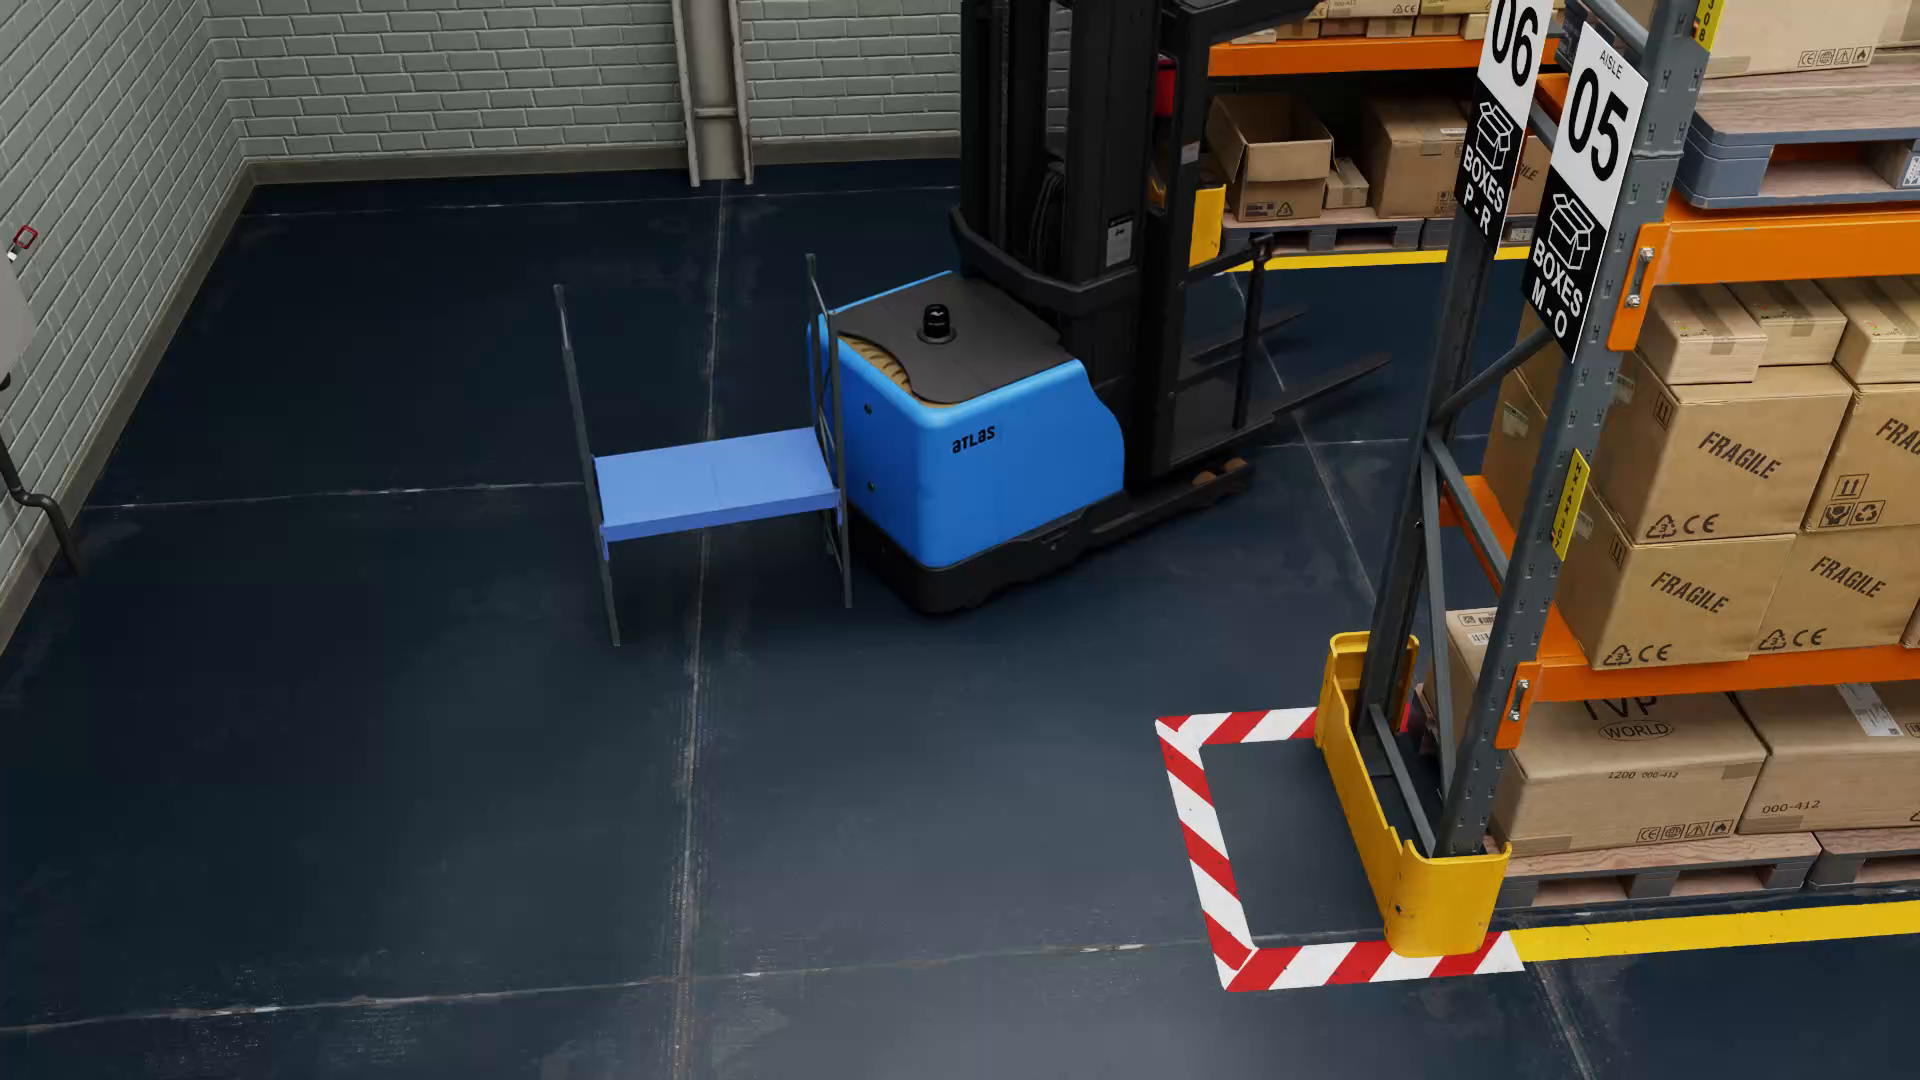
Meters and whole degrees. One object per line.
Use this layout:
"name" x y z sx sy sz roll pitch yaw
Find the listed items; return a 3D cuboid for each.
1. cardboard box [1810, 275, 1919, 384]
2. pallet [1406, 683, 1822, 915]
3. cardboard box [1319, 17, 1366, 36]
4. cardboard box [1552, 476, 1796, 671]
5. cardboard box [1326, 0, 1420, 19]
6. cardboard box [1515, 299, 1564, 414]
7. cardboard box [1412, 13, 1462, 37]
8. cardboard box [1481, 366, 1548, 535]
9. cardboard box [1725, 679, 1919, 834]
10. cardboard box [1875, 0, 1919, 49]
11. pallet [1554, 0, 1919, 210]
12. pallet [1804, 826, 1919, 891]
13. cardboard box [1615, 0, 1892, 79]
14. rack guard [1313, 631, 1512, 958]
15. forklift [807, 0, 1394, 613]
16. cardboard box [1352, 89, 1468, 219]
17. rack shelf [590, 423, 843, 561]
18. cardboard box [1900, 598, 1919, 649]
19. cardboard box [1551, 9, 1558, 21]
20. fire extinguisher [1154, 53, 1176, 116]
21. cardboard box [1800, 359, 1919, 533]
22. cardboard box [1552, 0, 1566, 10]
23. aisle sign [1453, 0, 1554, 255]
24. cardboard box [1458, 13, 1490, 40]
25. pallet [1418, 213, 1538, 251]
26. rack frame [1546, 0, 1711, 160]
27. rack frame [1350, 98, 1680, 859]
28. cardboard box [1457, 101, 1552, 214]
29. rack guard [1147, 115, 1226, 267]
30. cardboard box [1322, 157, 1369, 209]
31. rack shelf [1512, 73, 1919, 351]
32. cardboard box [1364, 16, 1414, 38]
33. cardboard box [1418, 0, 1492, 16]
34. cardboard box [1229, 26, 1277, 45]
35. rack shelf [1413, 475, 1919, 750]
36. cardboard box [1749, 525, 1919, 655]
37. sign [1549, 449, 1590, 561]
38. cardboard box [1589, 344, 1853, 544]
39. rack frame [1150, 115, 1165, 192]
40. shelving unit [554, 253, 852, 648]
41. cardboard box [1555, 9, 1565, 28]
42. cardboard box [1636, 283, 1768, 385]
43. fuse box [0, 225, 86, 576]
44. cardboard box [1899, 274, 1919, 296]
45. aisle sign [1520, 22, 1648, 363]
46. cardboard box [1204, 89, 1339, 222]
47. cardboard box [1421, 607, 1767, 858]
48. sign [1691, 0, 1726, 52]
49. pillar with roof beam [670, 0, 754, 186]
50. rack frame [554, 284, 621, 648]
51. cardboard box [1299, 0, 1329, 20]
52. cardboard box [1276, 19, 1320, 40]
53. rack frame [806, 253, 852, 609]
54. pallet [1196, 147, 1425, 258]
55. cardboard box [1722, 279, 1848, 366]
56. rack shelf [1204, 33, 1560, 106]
"cardboard box" 2.576 -0.605 4.684 0.250 0.149 0.380 -2 38 -3
"pallet" 2.464 0.934 6.396 1.213 0.211 1.003 -3 38 -4
"cardboard box" 2.090 -2.959 9.282 0.250 0.149 0.380 -4 38 -5
"cardboard box" 2.178 0.043 5.193 0.500 0.500 0.500 -3 38 -4
"cardboard box" 2.209 -3.075 9.107 0.500 0.250 0.500 -3 38 -3
"cardboard box" 2.133 -0.673 5.294 0.500 0.500 0.500 -2 38 -2
"cardboard box" 2.612 -2.953 9.274 0.250 0.149 0.380 -3 38 -3
"cardboard box" 2.131 -0.297 5.624 0.500 0.500 0.500 -3 38 -4
"cardboard box" 3.234 0.619 6.273 0.875 0.438 0.875 -2 38 -3
"cardboard box" 2.525 -1.504 4.596 0.250 0.149 0.380 -6 39 -7
"pallet" 2.412 -1.258 4.573 1.213 0.211 1.003 -3 38 -4
"pallet" 3.676 0.869 6.478 1.213 0.211 1.003 -3 38 -4
"cardboard box" 2.114 -1.471 4.473 0.500 0.250 0.500 -6 39 -8
"rack guard" 1.650 0.914 6.188 0.348 0.500 1.175 -3 38 -4
"forklift" 0.814 -1.556 7.356 3.031 2.935 1.130 -24 44 -27
"cardboard box" 2.703 -2.312 9.938 0.500 0.500 0.700 -2 38 -2
"rack shelf" -1.046 -0.215 7.101 1.000 0.185 0.538 -9 39 -11
"cardboard box" 3.187 -0.018 5.271 0.500 0.500 0.500 -3 38 -4
"cardboard box" 3.131 -2.948 9.267 0.250 0.149 0.380 -2 38 -3
"fire extinguisher" 1.125 -2.661 9.064 0.183 0.674 0.296 -3 38 -4
"cardboard box" 2.692 -0.383 4.926 0.500 0.500 0.500 -4 38 -5
"cardboard box" 3.221 -3.146 9.197 0.500 0.250 0.500 -4 38 -5
"aisle sign" 1.575 -1.276 4.847 0.004 0.787 0.394 -3 38 -4
"cardboard box" 2.870 -2.921 9.233 0.250 0.149 0.380 -4 38 -5
"pallet" 3.313 -2.149 10.304 1.213 0.211 1.003 -3 38 -4
"rack frame" 1.674 -2.423 3.557 0.127 3.000 1.000 -3 38 -4
"rack frame" 1.674 -0.068 5.415 0.127 3.000 1.000 -3 38 -4
"cardboard box" 3.239 -2.279 9.896 0.500 0.500 0.500 -2 38 -3
"rack guard" 1.306 -2.153 10.076 0.348 0.500 1.175 -3 38 -4
"cardboard box" 2.275 -2.151 10.017 0.250 0.149 0.380 -5 39 -6
"rack shelf" 3.666 -1.073 4.848 4.000 0.370 1.077 -3 38 -4
"cardboard box" 2.348 -2.935 9.251 0.250 0.149 0.380 -2 38 -3
"cardboard box" 2.713 -3.105 9.144 0.500 0.250 0.500 -4 38 -5
"cardboard box" 1.583 -2.881 9.182 0.250 0.149 0.380 -3 38 -4
"rack shelf" 3.666 0.104 5.777 4.000 0.370 1.077 -3 38 -4
"cardboard box" 2.679 -0.002 5.250 0.500 0.500 0.500 -4 38 -5
"sign" 1.717 -0.096 4.688 0.005 0.325 0.100 -3 38 -4
"cardboard box" 2.177 -0.351 4.885 0.500 0.500 0.500 -4 38 -5
"rack frame" 1.231 -3.131 9.296 0.127 3.000 1.000 -3 38 -4
"shelving unit" -1.046 -0.356 6.990 1.048 1.500 0.538 -9 39 -11
"cardboard box" 3.381 -3.004 9.339 0.250 0.149 0.380 -3 38 -4
"cardboard box" 2.052 -0.603 4.682 0.250 0.149 0.380 -2 38 -3
"fuse box" -3.981 -0.543 7.056 0.414 1.711 0.539 -3 38 -4
"cardboard box" 2.837 -0.631 4.716 0.250 0.149 0.380 -4 38 -5
"aisle sign" 1.628 -0.906 4.378 0.004 0.787 0.394 -3 38 -4
"cardboard box" 1.848 -2.291 9.908 0.637 0.503 0.797 -5 39 -6
"cardboard box" 2.323 0.675 6.203 0.875 0.438 0.875 -4 38 -6
"sign" 1.717 -1.277 3.756 0.005 0.325 0.100 -3 38 -4
"pillar with roof beam" -1.153 -3.238 4.589 0.400 9.000 9.100 -3 38 -4
"rack frame" -1.539 -0.277 6.890 0.032 1.500 0.500 -9 39 -11
"cardboard box" 1.707 -3.047 9.071 0.500 0.250 0.500 -3 38 -4
"cardboard box" 1.832 -2.923 9.236 0.250 0.149 0.380 -2 38 -3
"rack frame" -0.554 -0.435 7.090 0.032 1.500 0.500 -9 39 -11
"pallet" 2.101 -2.084 10.221 1.213 0.211 1.003 -3 38 -4
"cardboard box" 2.307 -0.662 4.755 0.250 0.149 0.380 -2 38 -3
"rack shelf" 3.223 -2.958 9.658 4.000 0.370 1.077 -3 38 -4
